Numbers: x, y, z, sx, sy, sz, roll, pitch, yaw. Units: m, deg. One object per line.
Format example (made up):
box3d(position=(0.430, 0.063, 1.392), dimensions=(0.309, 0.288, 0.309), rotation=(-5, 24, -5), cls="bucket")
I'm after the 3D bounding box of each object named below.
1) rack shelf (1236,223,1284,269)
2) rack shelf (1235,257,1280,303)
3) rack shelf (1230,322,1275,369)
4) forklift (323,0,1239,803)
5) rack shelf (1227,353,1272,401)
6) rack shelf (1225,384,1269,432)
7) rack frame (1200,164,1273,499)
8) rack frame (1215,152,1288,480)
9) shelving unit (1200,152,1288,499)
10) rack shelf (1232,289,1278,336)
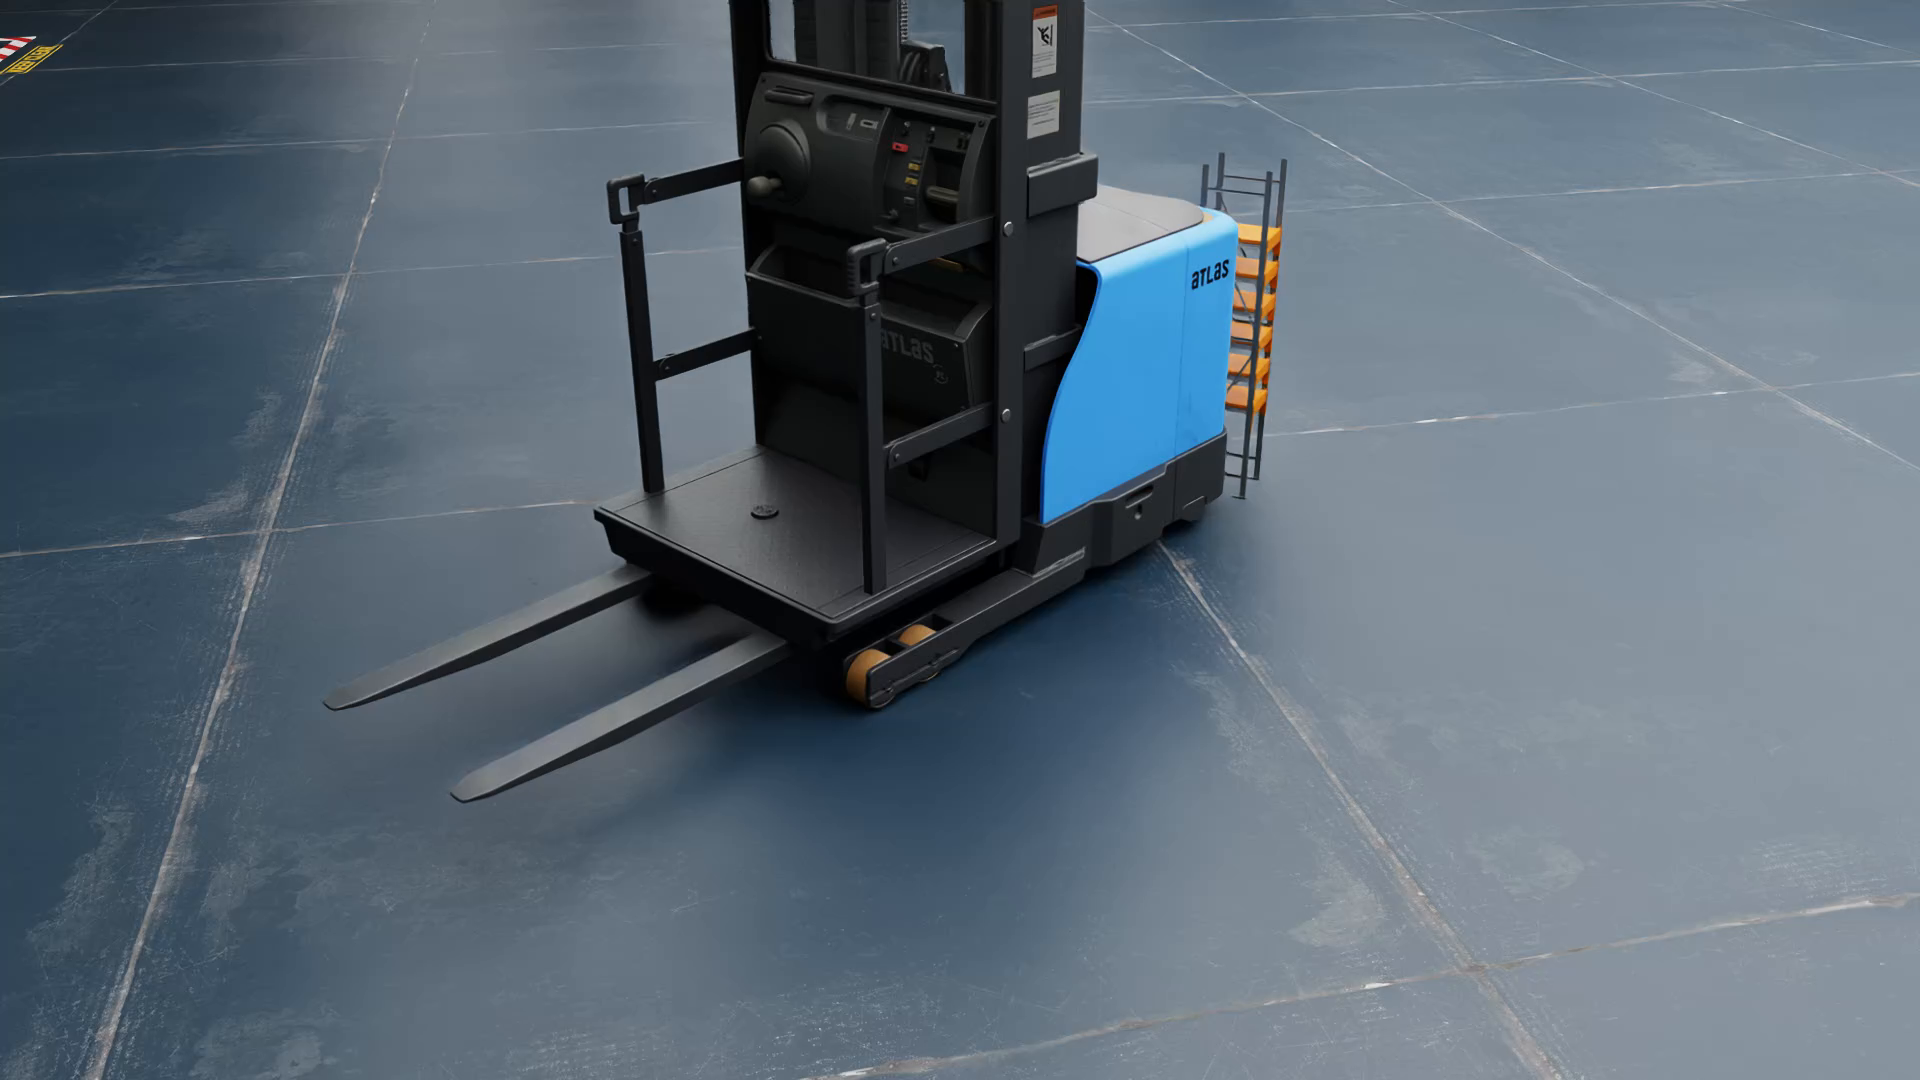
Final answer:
box3d(position=(0.966, -1.026, 5.751), dimensions=(0.258, 0.103, 0.180), rotation=(12, 29, 22), cls="rack shelf")
box3d(position=(0.966, -0.919, 5.805), dimensions=(0.258, 0.103, 0.180), rotation=(12, 29, 22), cls="rack shelf")
box3d(position=(0.966, -0.705, 5.913), dimensions=(0.258, 0.103, 0.180), rotation=(12, 29, 22), cls="rack shelf")
box3d(position=(-0.425, -1.084, 4.644), dimensions=(1.130, 2.935, 3.031), rotation=(22, 34, 37), cls="forklift")
box3d(position=(0.966, -0.598, 5.967), dimensions=(0.258, 0.103, 0.180), rotation=(12, 29, 22), cls="rack shelf")
box3d(position=(0.966, -0.491, 6.021), dimensions=(0.258, 0.103, 0.180), rotation=(12, 29, 22), cls="rack shelf")
box3d(position=(0.927, -0.707, 5.819), dimensions=(0.240, 1.200, 0.006), rotation=(12, 29, 22), cls="rack frame")
box3d(position=(1.005, -0.782, 5.967), dimensions=(0.240, 1.200, 0.006), rotation=(12, 29, 22), cls="rack frame")
box3d(position=(0.966, -0.744, 5.893), dimensions=(0.258, 1.200, 0.189), rotation=(12, 29, 22), cls="shelving unit")
box3d(position=(0.966, -0.812, 5.859), dimensions=(0.258, 0.103, 0.180), rotation=(12, 29, 22), cls="rack shelf")
